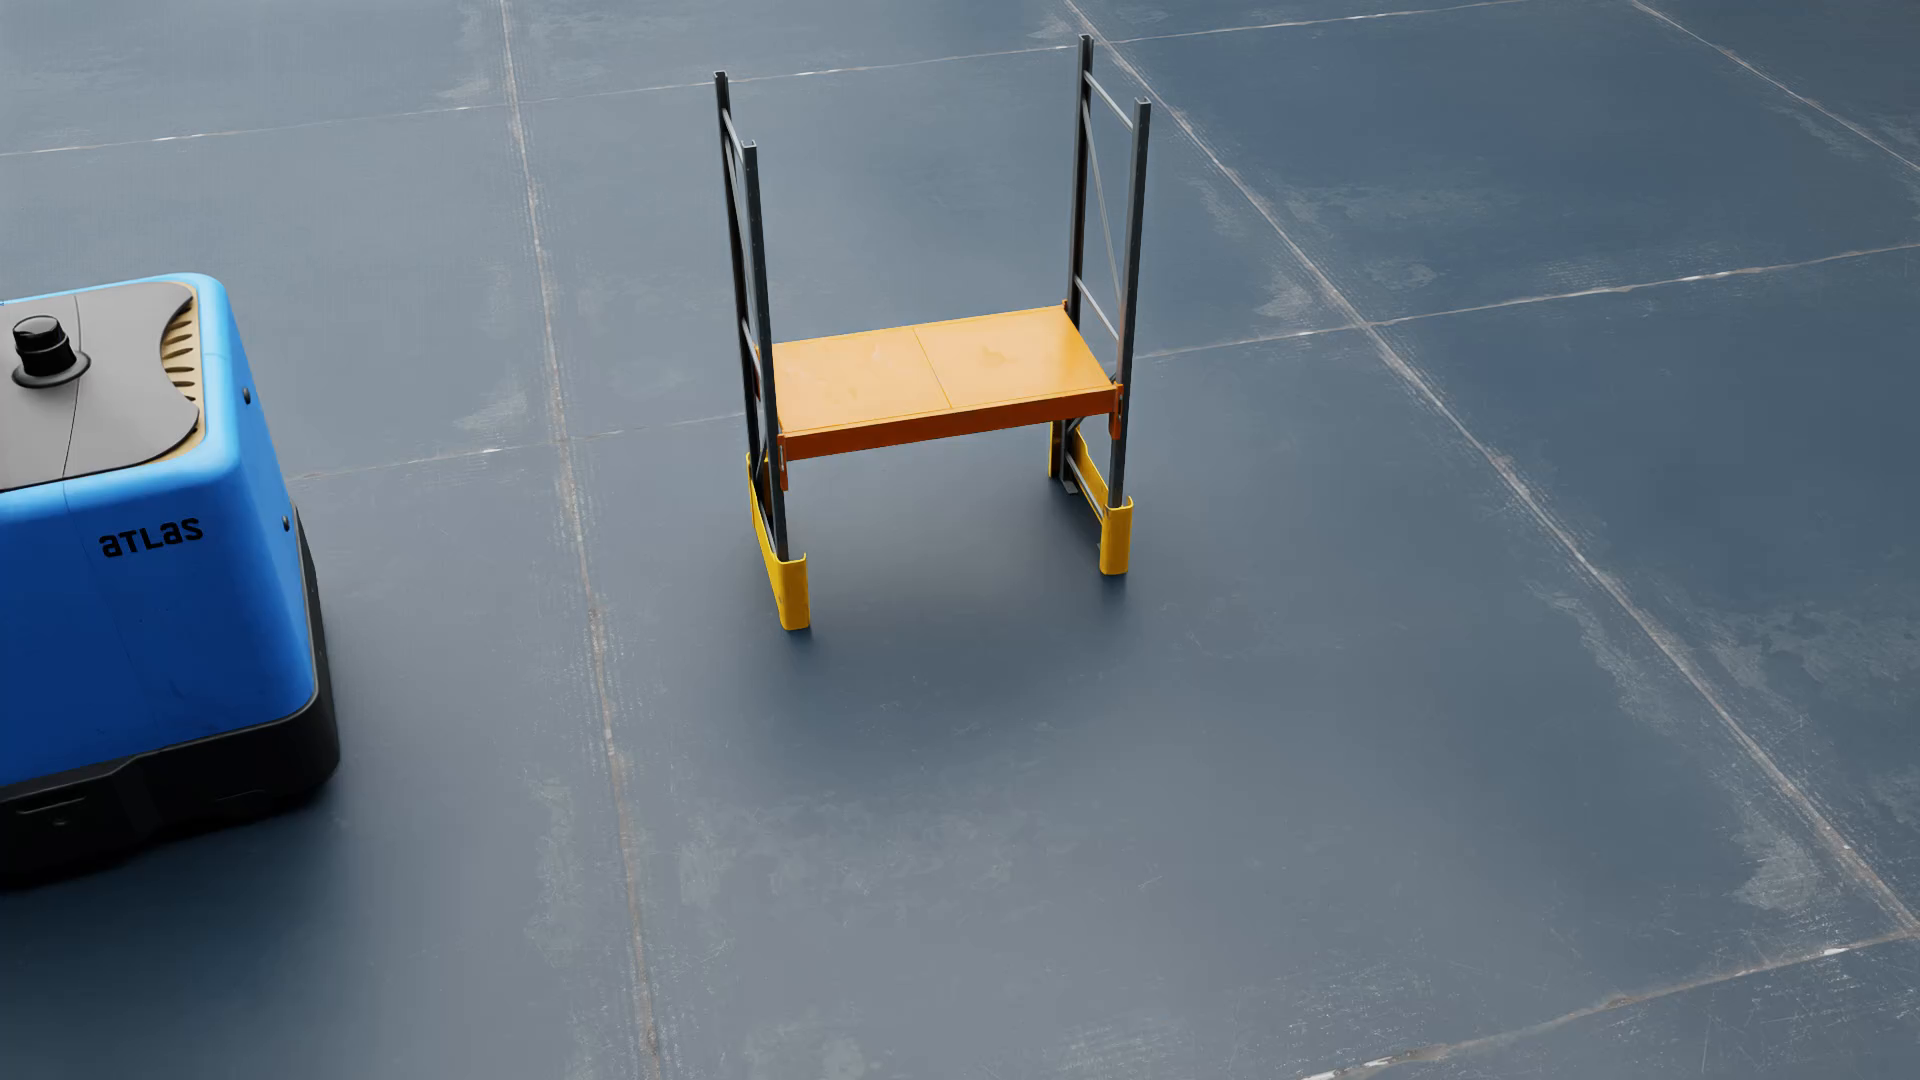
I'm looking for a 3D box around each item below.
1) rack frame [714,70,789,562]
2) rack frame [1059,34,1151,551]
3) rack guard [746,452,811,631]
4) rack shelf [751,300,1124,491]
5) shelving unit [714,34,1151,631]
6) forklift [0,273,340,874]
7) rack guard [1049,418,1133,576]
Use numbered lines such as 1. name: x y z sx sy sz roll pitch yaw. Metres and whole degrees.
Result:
1. rack frame: -0.573 -0.502 4.671 0.032 1.500 0.500 -9 38 -12
2. rack frame: 0.408 -0.663 4.882 0.032 1.500 0.500 -9 38 -12
3. rack guard: -0.554 -0.008 5.055 0.087 0.250 0.587 -9 38 -12
4. rack shelf: -0.082 -0.439 4.886 1.000 0.185 0.538 -9 38 -12
5. shelving unit: -0.074 -0.584 4.779 1.083 1.500 0.587 -9 38 -12
6. forklift: -3.201 -0.444 3.418 3.031 2.935 1.130 -13 39 -17
7. rack guard: 0.407 -0.166 5.261 0.087 0.250 0.587 -9 38 -12
